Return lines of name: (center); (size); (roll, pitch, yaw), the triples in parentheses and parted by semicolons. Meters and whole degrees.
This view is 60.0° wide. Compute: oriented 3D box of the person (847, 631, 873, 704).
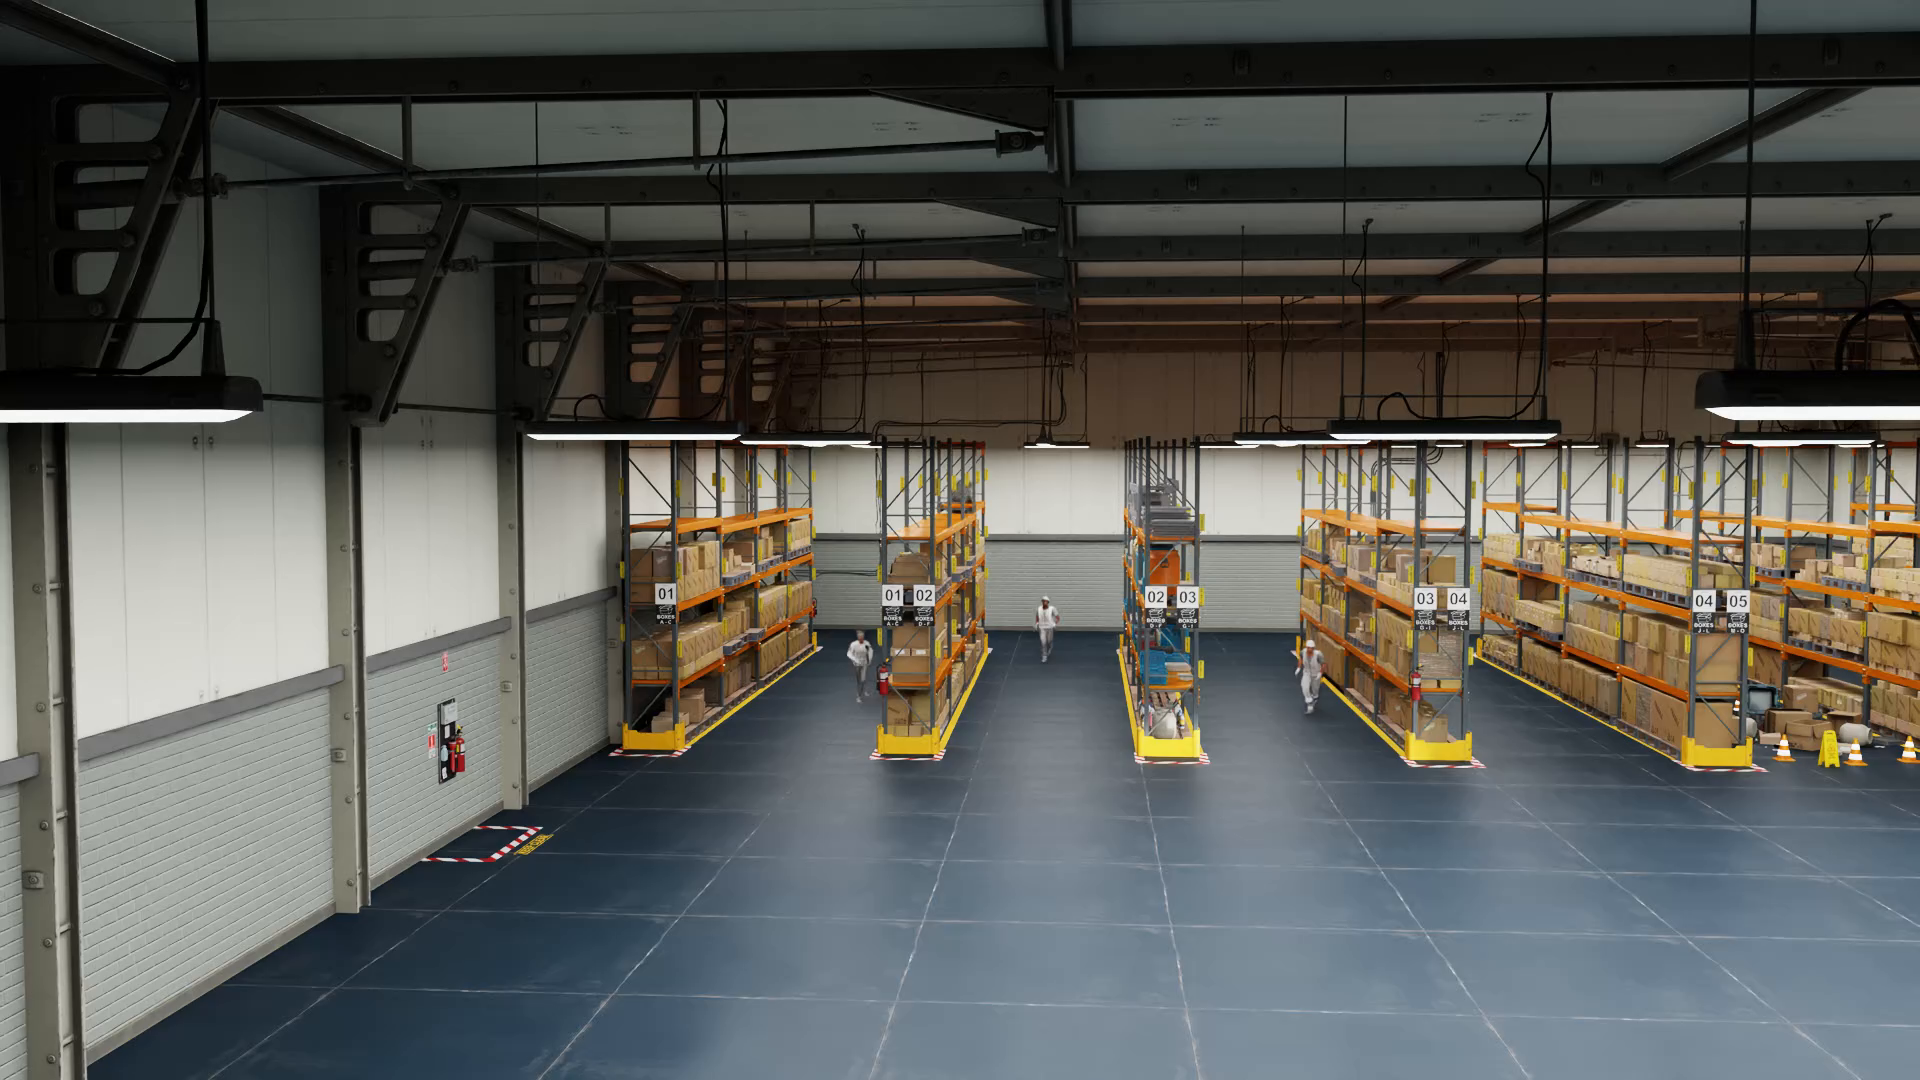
person: (-2.279, 2.863, 38.009); (0.586, 1.652, 0.801); (0, 3, -3)

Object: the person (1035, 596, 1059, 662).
person: (2.386, 2.422, 45.435); (0.681, 1.787, 0.768); (1, 3, 12)

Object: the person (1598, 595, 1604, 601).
person: (18.636, 2.327, 48.201); (0.796, 1.673, 0.478); (-1, 3, -17)

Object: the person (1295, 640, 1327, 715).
person: (7.698, 2.954, 36.338); (0.686, 1.633, 1.112); (1, 3, 24)
